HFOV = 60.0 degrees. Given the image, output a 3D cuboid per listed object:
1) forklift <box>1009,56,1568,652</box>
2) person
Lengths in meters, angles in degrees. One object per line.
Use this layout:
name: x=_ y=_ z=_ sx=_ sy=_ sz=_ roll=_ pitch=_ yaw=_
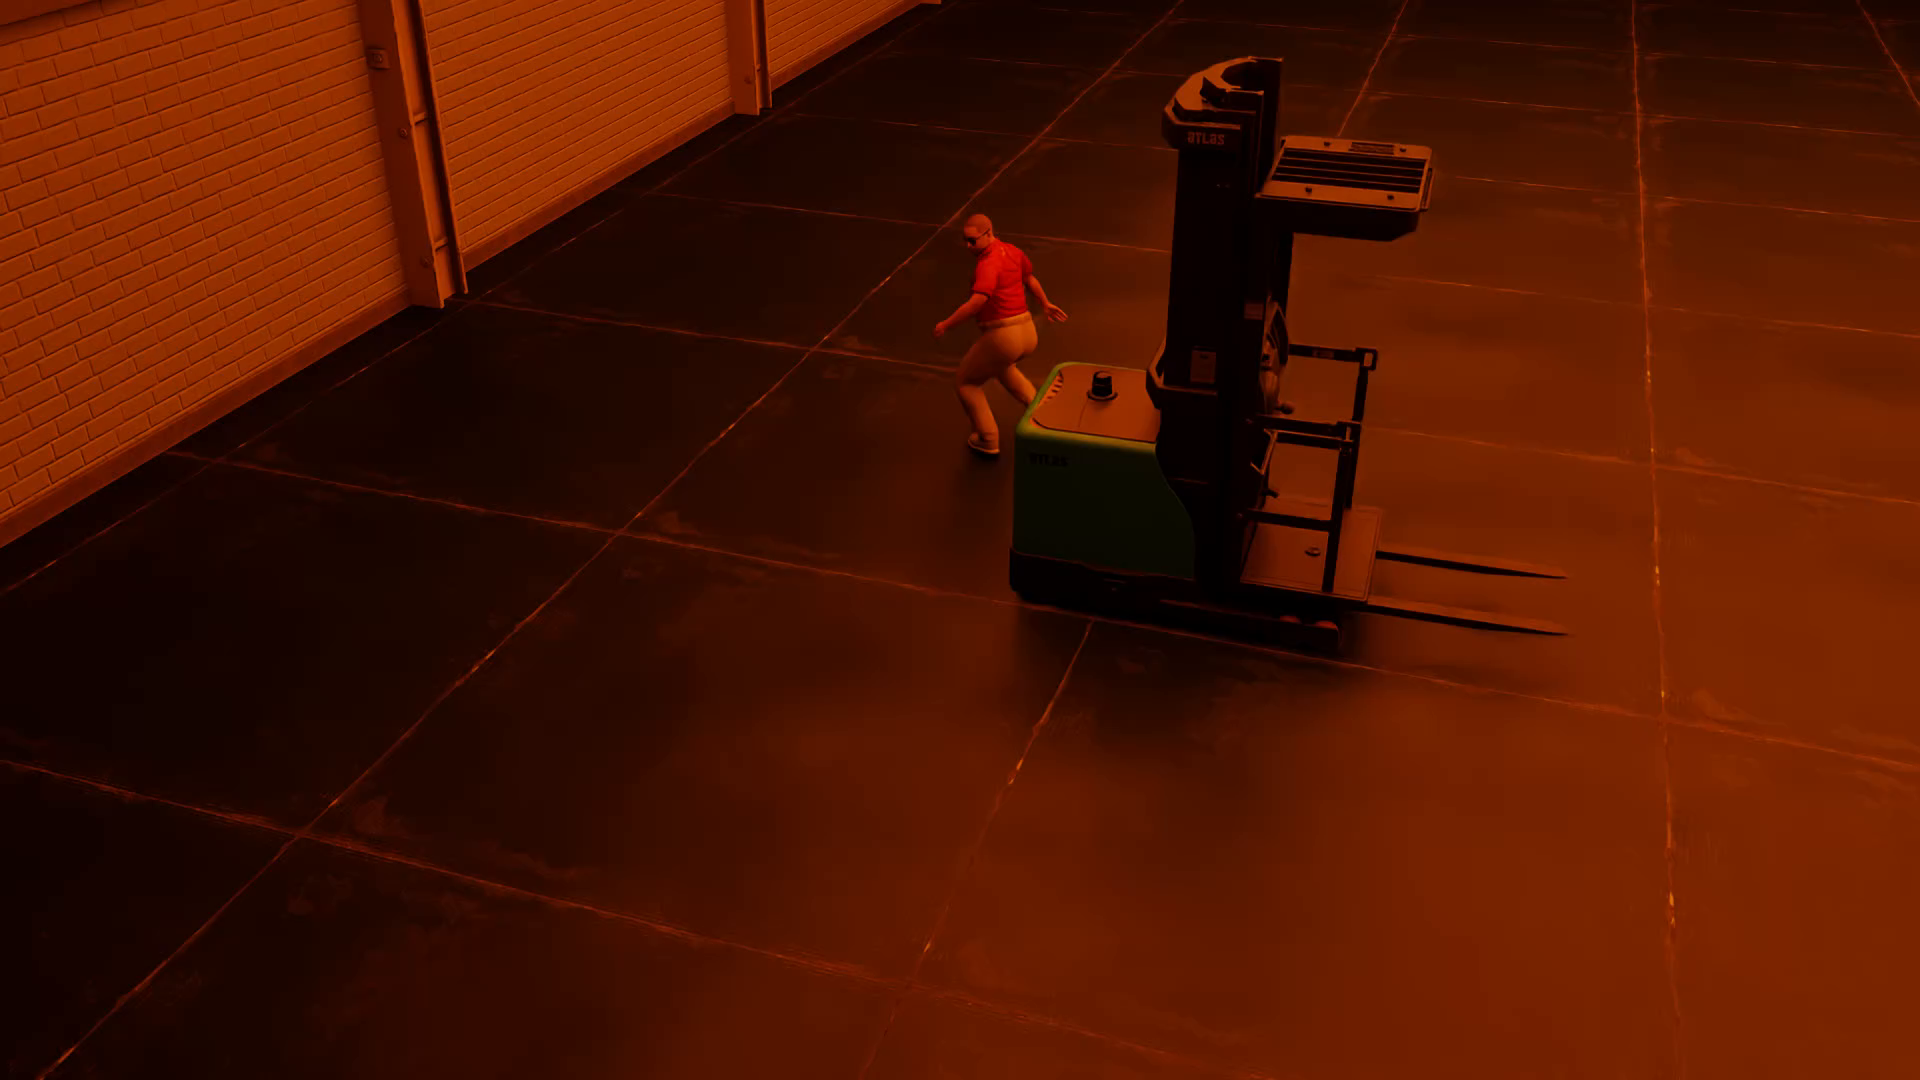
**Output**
forklift: x=1.858 y=-0.963 z=8.825 sx=3.031 sy=2.935 sz=1.130 roll=9 pitch=31 yaw=15
person: x=0.283 y=-1.366 z=11.014 sx=0.503 sy=1.628 sz=1.003 roll=19 pitch=35 yaw=30
